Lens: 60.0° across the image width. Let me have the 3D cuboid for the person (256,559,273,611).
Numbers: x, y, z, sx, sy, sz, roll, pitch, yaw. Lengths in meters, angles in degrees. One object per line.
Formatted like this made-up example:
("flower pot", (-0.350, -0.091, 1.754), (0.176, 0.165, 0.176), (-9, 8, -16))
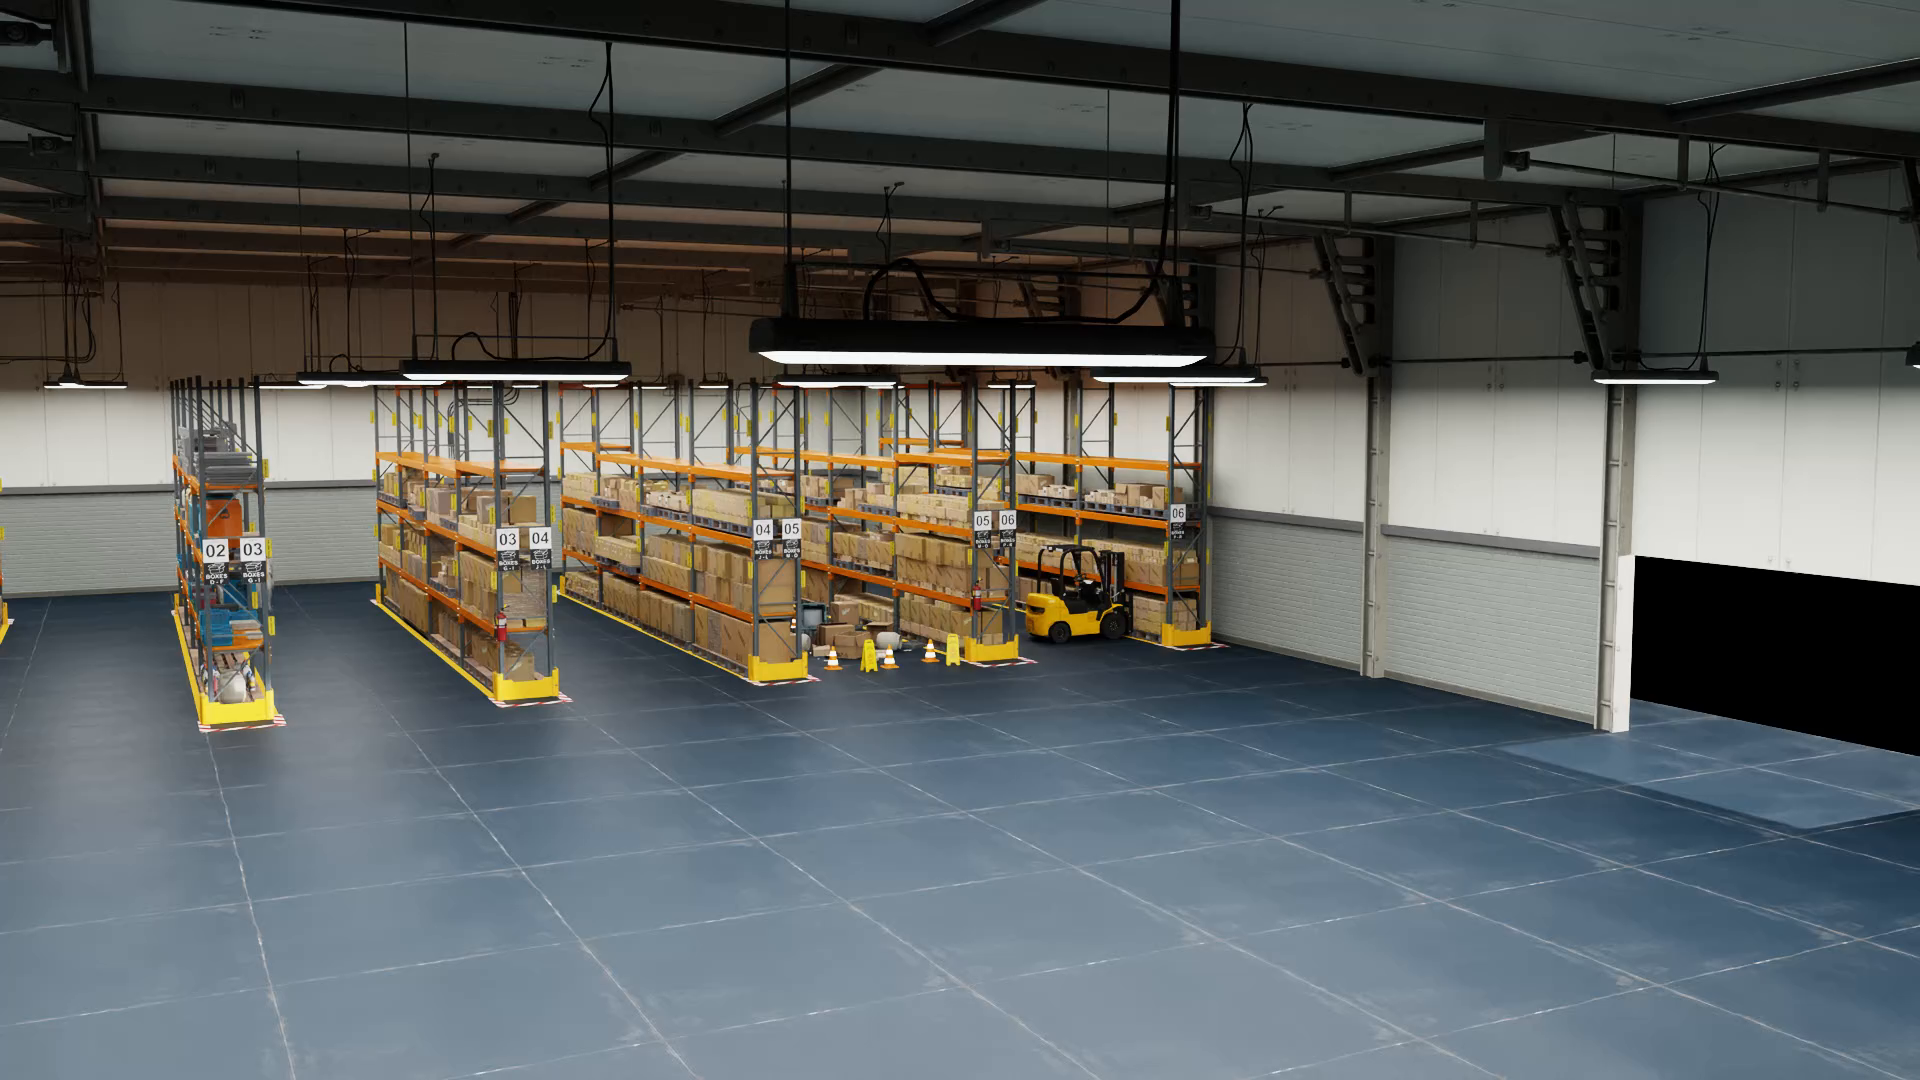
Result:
("person", (-18.252, 0.994, 43.538), (0.514, 1.721, 1.032), (-2, 6, -23))

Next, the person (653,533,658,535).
("person", (-8.587, 0.661, 47.159), (0.582, 1.725, 0.414), (4, 6, 38))
